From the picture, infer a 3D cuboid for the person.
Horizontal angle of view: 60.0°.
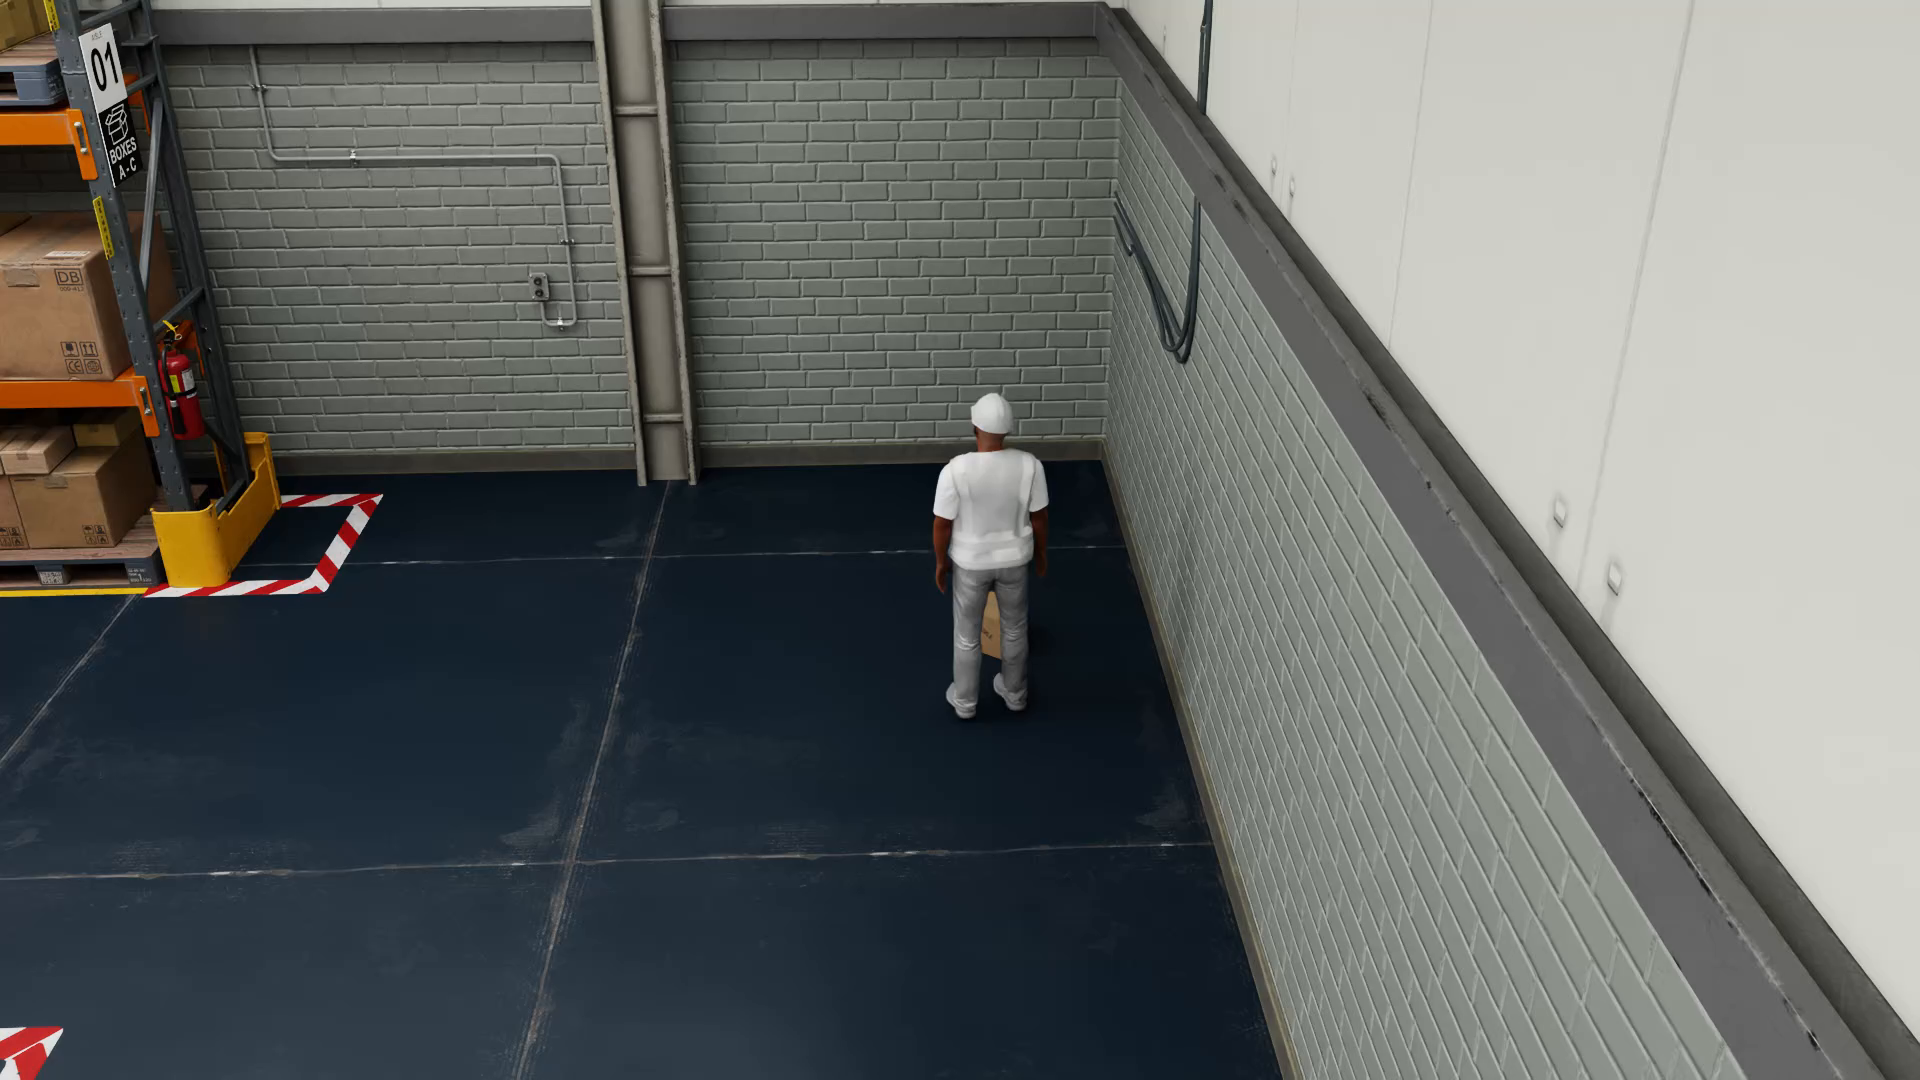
[{"bbox_3d":[0.154,0.077,8.389,0.597,1.771,0.388,-4,28,-7],"label":"person"}]
